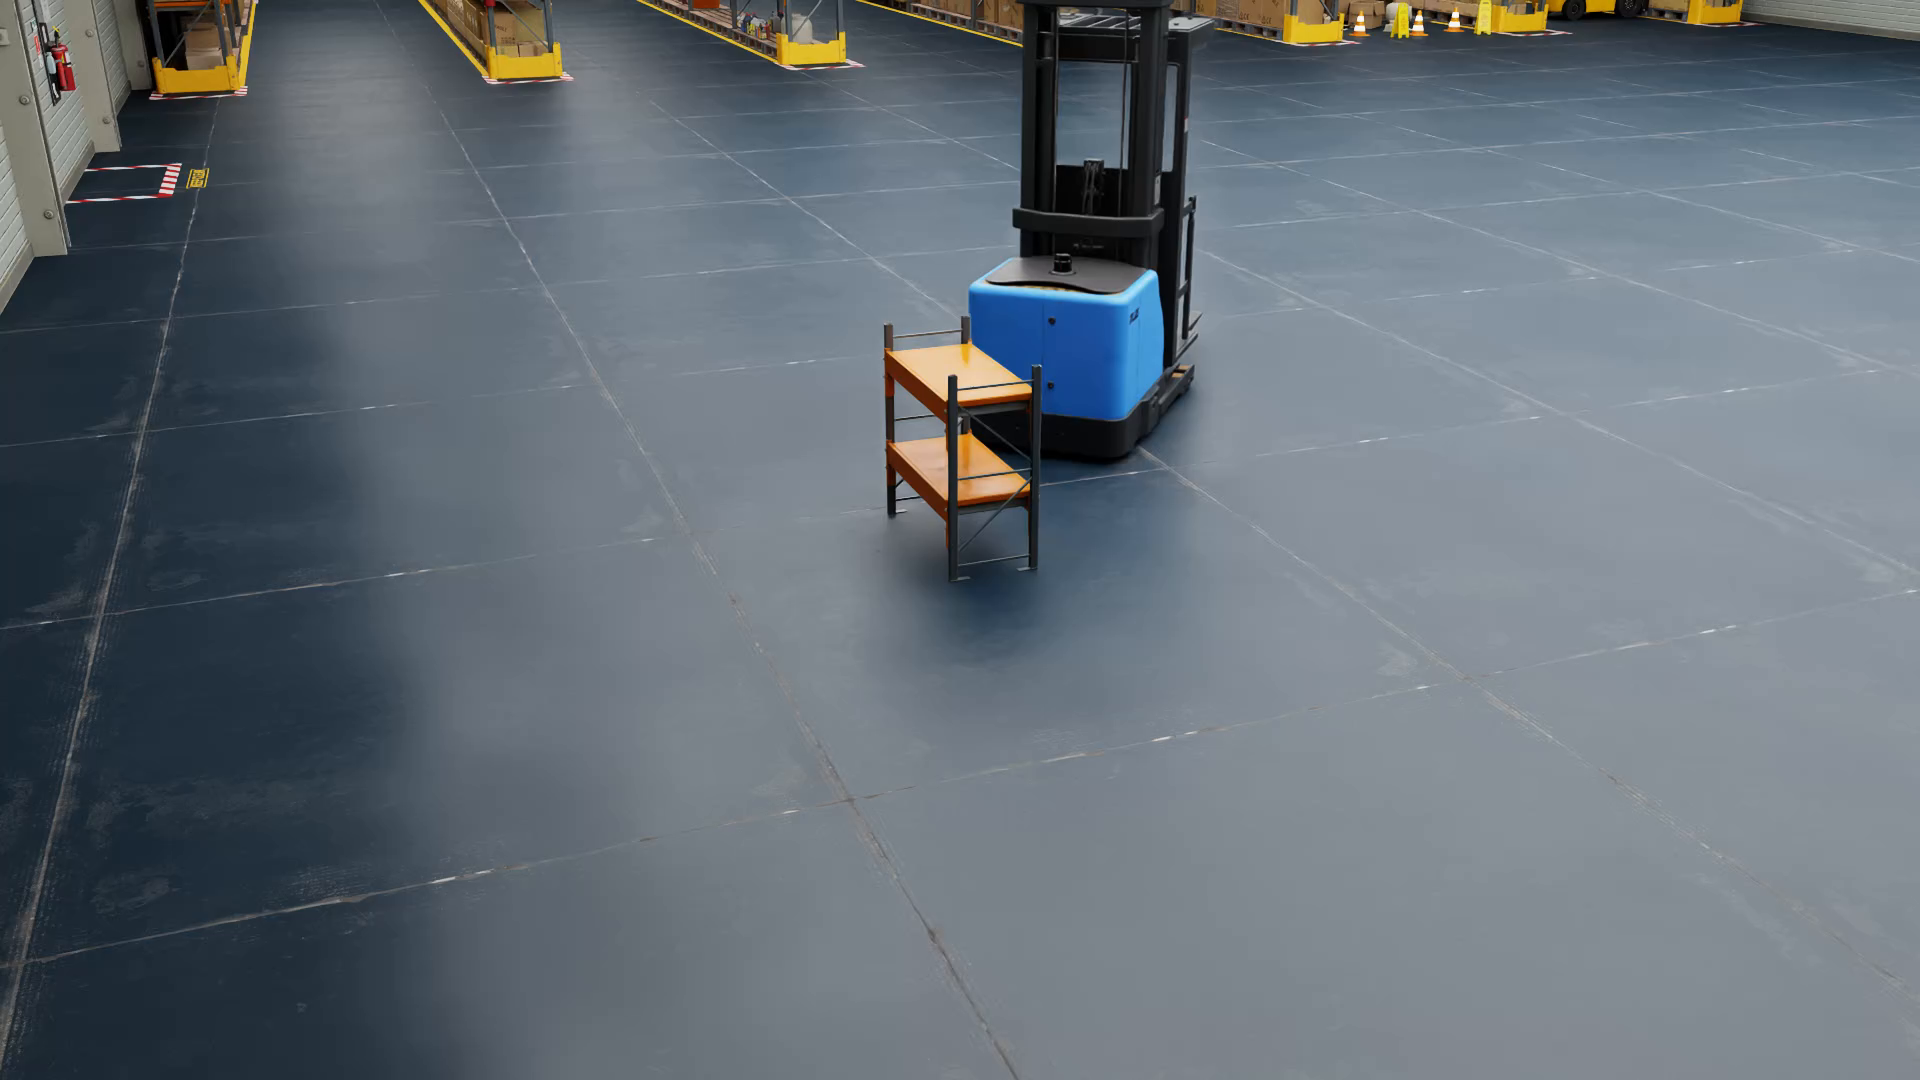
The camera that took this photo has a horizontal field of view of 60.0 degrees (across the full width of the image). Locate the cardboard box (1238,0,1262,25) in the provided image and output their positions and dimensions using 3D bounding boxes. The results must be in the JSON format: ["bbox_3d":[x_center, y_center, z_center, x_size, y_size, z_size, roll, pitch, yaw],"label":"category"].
[{"bbox_3d":[6.181,-10.792,33.188,0.875,0.875,0.875,-9,24,-20],"label":"cardboard box"}]

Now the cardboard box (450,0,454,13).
[{"bbox_3d":[-9.694,-10.505,32.589,0.500,0.311,0.500,-9,24,-20],"label":"cardboard box"}]

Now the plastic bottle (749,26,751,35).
[{"bbox_3d":[-3.886,-9.539,31.057,0.097,0.201,0.097,0,23,0],"label":"plastic bottle"}]

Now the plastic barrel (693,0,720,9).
[{"bbox_3d":[-5.530,-11.973,36.049,0.600,0.830,0.708,-8,24,-19],"label":"plastic barrel"}]

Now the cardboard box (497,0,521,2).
[{"bbox_3d":[-8.029,-9.423,29.778,0.500,0.500,0.500,-8,24,-19],"label":"cardboard box"}]

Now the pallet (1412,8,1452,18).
[{"bbox_3d":[10.247,-11.666,36.657,1.003,0.211,1.213,-8,24,-19],"label":"pallet"}]

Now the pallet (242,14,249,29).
[{"bbox_3d":[-15.244,-10.699,34.363,1.003,0.211,1.213,-8,24,-19],"label":"pallet"}]

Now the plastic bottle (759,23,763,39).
[{"bbox_3d":[-3.632,-9.295,30.373,0.061,0.283,0.133,-8,24,-18],"label":"plastic bottle"}]

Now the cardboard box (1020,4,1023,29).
[{"bbox_3d":[1.467,-10.090,32.006,0.500,0.500,0.500,-6,24,-14],"label":"cardboard box"}]

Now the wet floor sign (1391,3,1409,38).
[{"bbox_3d":[8.657,-10.197,32.613,0.267,0.644,0.232,-13,26,-28],"label":"wet floor sign"}]

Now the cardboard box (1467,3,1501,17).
[{"bbox_3d":[10.844,-10.929,34.317,0.500,0.250,0.500,-8,24,-19],"label":"cardboard box"}]

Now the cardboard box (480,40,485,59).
[{"bbox_3d":[-7.804,-8.280,28.032,0.500,0.250,0.500,-8,24,-19],"label":"cardboard box"}]

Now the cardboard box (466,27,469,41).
[{"bbox_3d":[-8.683,-9.189,30.189,0.500,0.250,0.500,-8,24,-19],"label":"cardboard box"}]

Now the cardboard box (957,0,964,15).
[{"bbox_3d":[0.358,-11.283,34.810,0.700,0.500,0.500,-8,24,-19],"label":"cardboard box"}]

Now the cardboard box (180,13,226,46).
[{"bbox_3d":[-13.472,-9.107,29.648,0.700,0.500,0.500,-7,24,-17],"label":"cardboard box"}]

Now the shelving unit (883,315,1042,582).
[{"bbox_3d":[-0.002,-0.521,9.037,0.538,1.125,1.048,-8,24,-19],"label":"shelving unit"}]

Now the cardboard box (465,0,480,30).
[{"bbox_3d":[-8.508,-9.352,29.612,0.500,0.500,0.500,-8,24,-19],"label":"cardboard box"}]

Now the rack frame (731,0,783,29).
[{"bbox_3d":[-3.928,-11.151,31.844,1.000,3.000,0.127,-8,24,-19],"label":"rack frame"}]

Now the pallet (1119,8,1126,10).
[{"bbox_3d":[4.177,-12.346,38.270,1.003,0.211,1.213,-8,24,-19],"label":"pallet"}]

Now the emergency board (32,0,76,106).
[{"bbox_3d":[-9.883,-5.390,18.177,0.194,1.169,0.643,-8,24,-19],"label":"emergency board"}]

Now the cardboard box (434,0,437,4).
[{"bbox_3d":[-11.446,-12.221,37.035,0.500,0.500,0.500,-9,25,-21],"label":"cardboard box"}]

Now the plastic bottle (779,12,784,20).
[{"bbox_3d":[-3.363,-9.869,31.646,0.144,0.351,0.185,-10,25,-22],"label":"plastic bottle"}]

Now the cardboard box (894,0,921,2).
[{"bbox_3d":[-0.932,-12.752,37.838,1.225,0.875,0.875,-10,25,-21],"label":"cardboard box"}]

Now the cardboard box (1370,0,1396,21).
[{"bbox_3d":[9.082,-11.463,35.801,0.500,0.500,0.500,8,24,18],"label":"cardboard box"}]

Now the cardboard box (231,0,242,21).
[{"bbox_3d":[-14.746,-10.733,33.080,0.750,0.750,0.750,-9,24,-20],"label":"cardboard box"}]

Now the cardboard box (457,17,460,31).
[{"bbox_3d":[-9.339,-9.880,31.828,0.500,0.250,0.500,-8,24,-18],"label":"cardboard box"}]

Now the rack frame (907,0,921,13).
[{"bbox_3d":[-0.707,-13.284,36.905,1.000,3.000,0.127,-8,24,-19],"label":"rack frame"}]

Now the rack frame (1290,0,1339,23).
[{"bbox_3d":[6.795,-11.021,31.536,1.000,3.000,0.127,-8,24,-19],"label":"rack frame"}]

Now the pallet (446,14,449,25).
[{"bbox_3d":[-10.205,-10.917,34.881,1.003,0.211,1.213,-8,24,-19],"label":"pallet"}]

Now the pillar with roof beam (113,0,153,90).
[{"bbox_3d":[-8.812,-11.829,25.729,9.100,9.000,0.400,-8,24,-19],"label":"pillar with roof beam"}]

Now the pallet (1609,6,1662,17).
[{"bbox_3d":[15.296,-11.849,37.090,1.003,0.211,1.213,-8,24,-19],"label":"pallet"}]

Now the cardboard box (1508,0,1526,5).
[{"bbox_3d":[11.355,-11.348,34.347,0.500,0.500,0.500,-9,25,-21],"label":"cardboard box"}]

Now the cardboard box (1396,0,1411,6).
[{"bbox_3d":[9.933,-11.865,36.538,0.500,0.250,0.500,-10,25,-21],"label":"cardboard box"}]

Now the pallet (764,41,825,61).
[{"bbox_3d":[-2.868,-8.729,29.690,1.003,0.211,1.213,-8,24,-19],"label":"pallet"}]

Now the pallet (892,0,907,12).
[{"bbox_3d":[-0.915,-12.296,38.151,1.003,0.211,1.213,-8,24,-19],"label":"pallet"}]

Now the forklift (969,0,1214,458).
[{"bbox_3d":[1.024,-2.403,11.178,1.130,2.935,3.031,8,24,19],"label":"forklift"}]

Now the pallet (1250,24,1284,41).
[{"bbox_3d":[6.439,-10.016,32.741,1.003,0.211,1.213,-8,24,-19],"label":"pallet"}]

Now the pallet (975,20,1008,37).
[{"bbox_3d":[0.976,-10.306,33.431,1.003,0.211,1.213,-8,24,-19],"label":"pallet"}]

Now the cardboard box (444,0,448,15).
[{"bbox_3d":[-10.526,-11.284,34.813,0.500,0.500,0.500,-7,24,-17],"label":"cardboard box"}]

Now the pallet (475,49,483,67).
[{"bbox_3d":[-7.887,-8.449,29.024,1.003,0.211,1.213,-8,24,-19],"label":"pallet"}]

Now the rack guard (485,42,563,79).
[{"bbox_3d":[-7.142,-7.859,27.251,1.175,0.500,0.348,-8,24,-19],"label":"rack guard"}]

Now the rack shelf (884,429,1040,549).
[{"bbox_3d":[-0.002,-0.295,9.132,0.538,0.278,1.000,-8,24,-19],"label":"rack shelf"}]
